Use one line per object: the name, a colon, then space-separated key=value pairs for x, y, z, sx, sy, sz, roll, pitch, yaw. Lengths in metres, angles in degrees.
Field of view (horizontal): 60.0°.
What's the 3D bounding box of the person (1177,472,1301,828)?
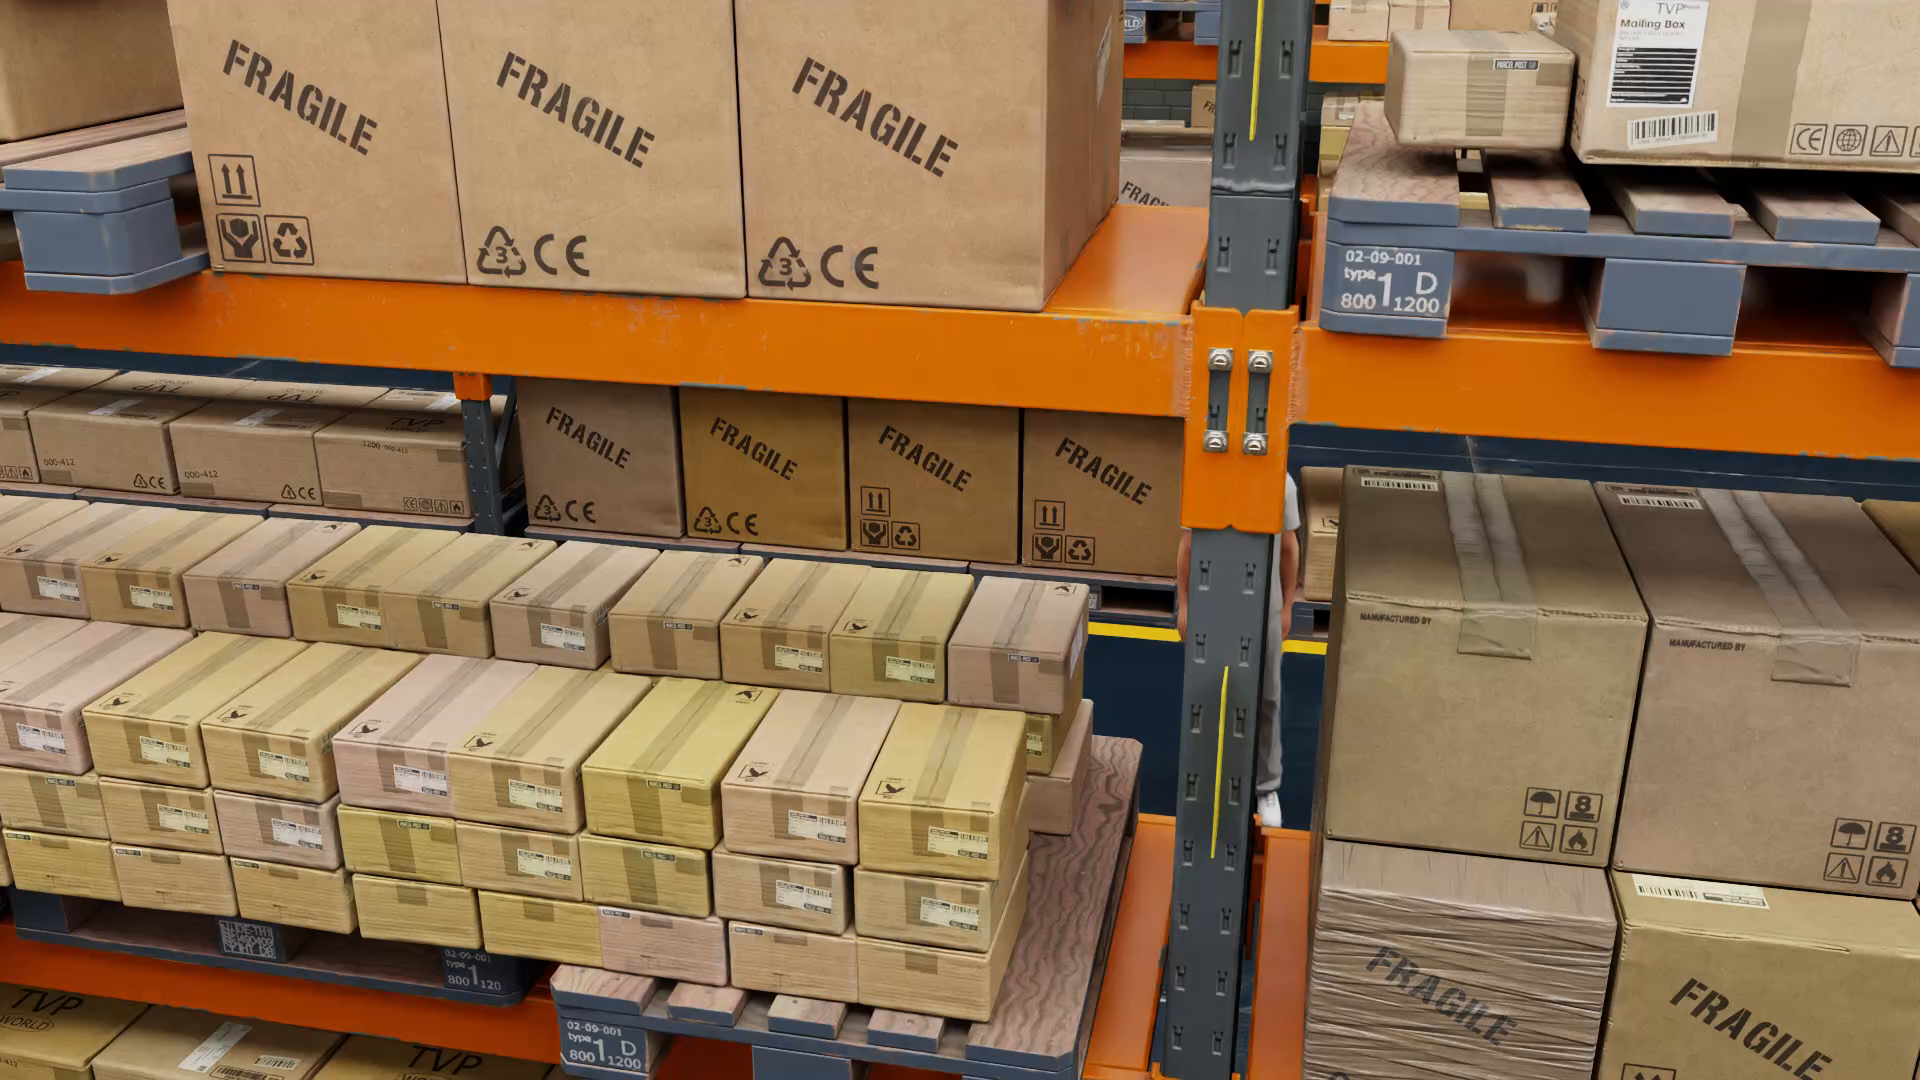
person: x=1.059 y=0.277 z=6.377 sx=0.473 sy=1.699 sz=0.351 roll=5 pitch=22 yaw=11
